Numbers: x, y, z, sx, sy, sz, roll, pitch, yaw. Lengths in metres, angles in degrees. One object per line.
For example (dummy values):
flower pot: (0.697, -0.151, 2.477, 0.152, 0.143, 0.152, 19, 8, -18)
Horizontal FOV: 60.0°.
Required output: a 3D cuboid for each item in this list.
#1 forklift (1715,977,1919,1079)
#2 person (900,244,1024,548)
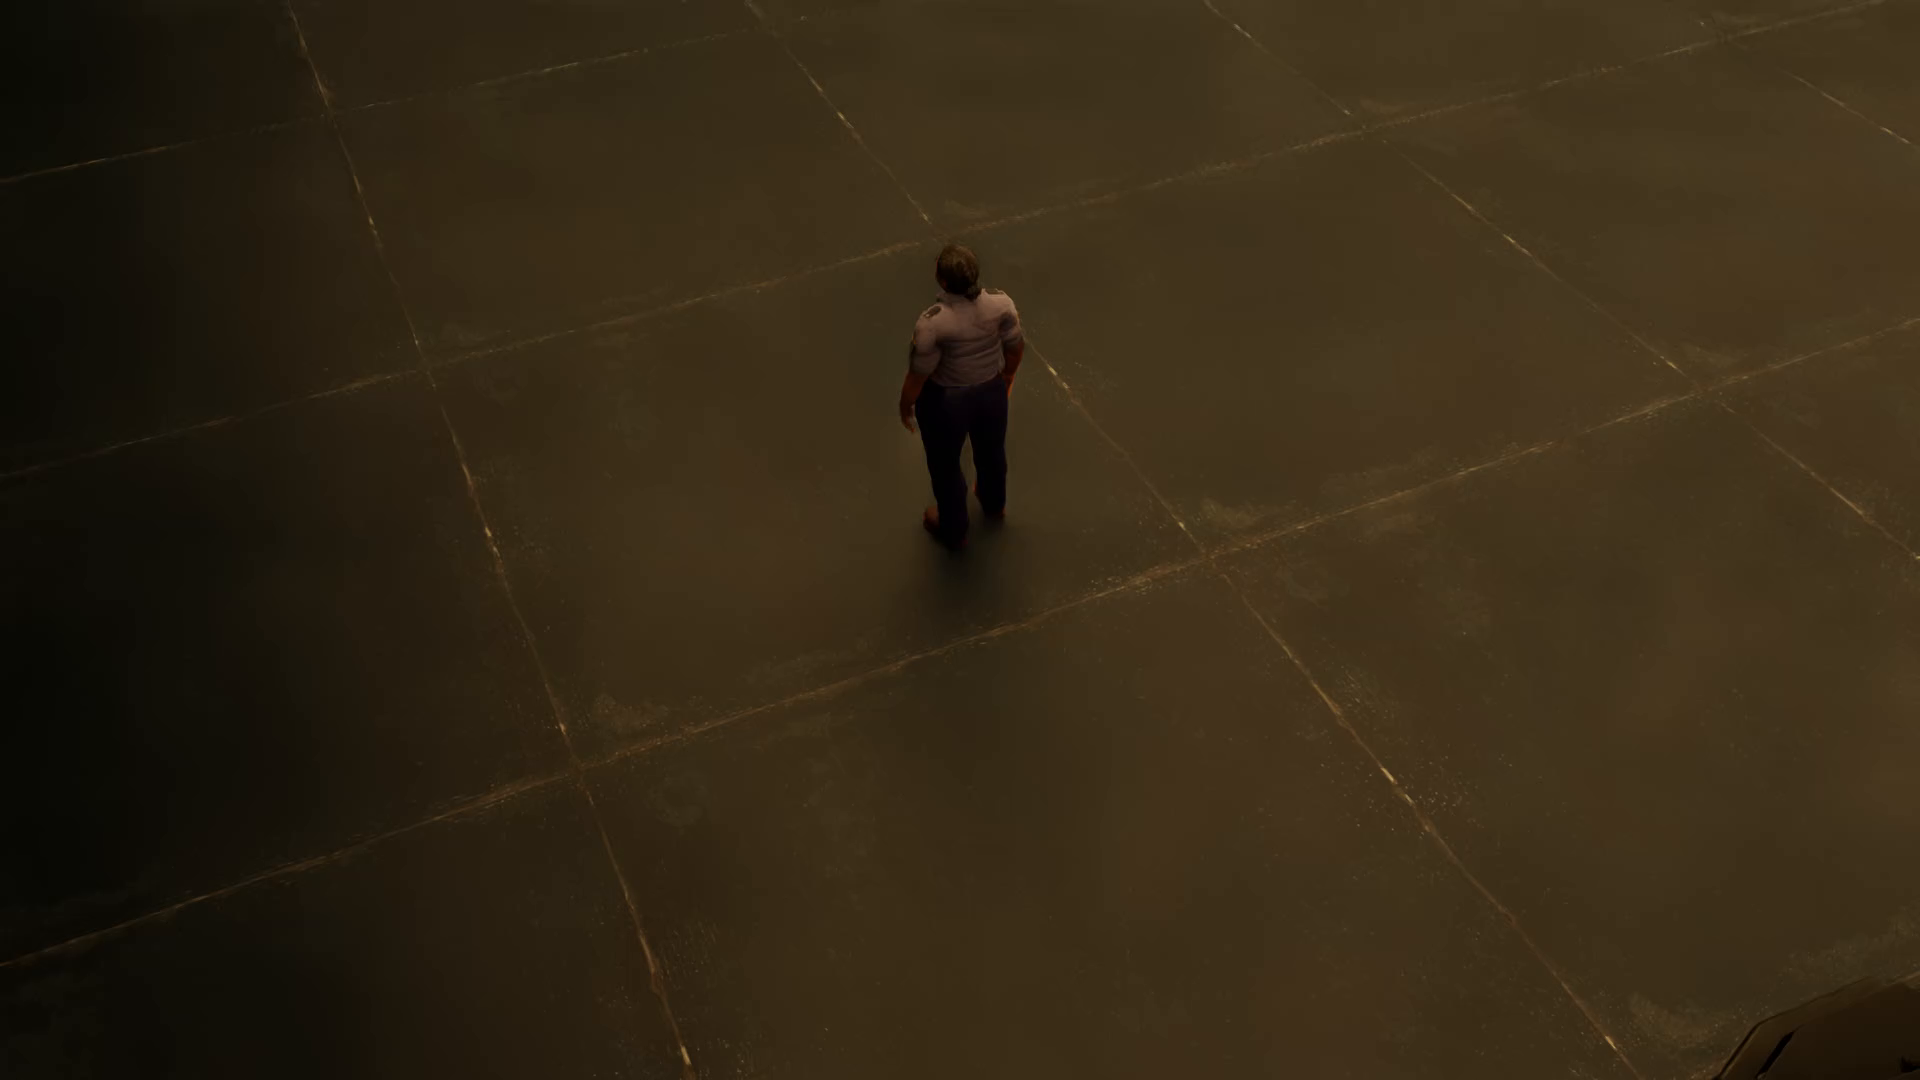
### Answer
forklift: (1.792, 2.305, 3.210, 1.130, 2.935, 3.031, -34, 53, -31)
person: (-0.017, -0.670, 7.328, 0.599, 1.650, 0.502, -18, 46, -18)
